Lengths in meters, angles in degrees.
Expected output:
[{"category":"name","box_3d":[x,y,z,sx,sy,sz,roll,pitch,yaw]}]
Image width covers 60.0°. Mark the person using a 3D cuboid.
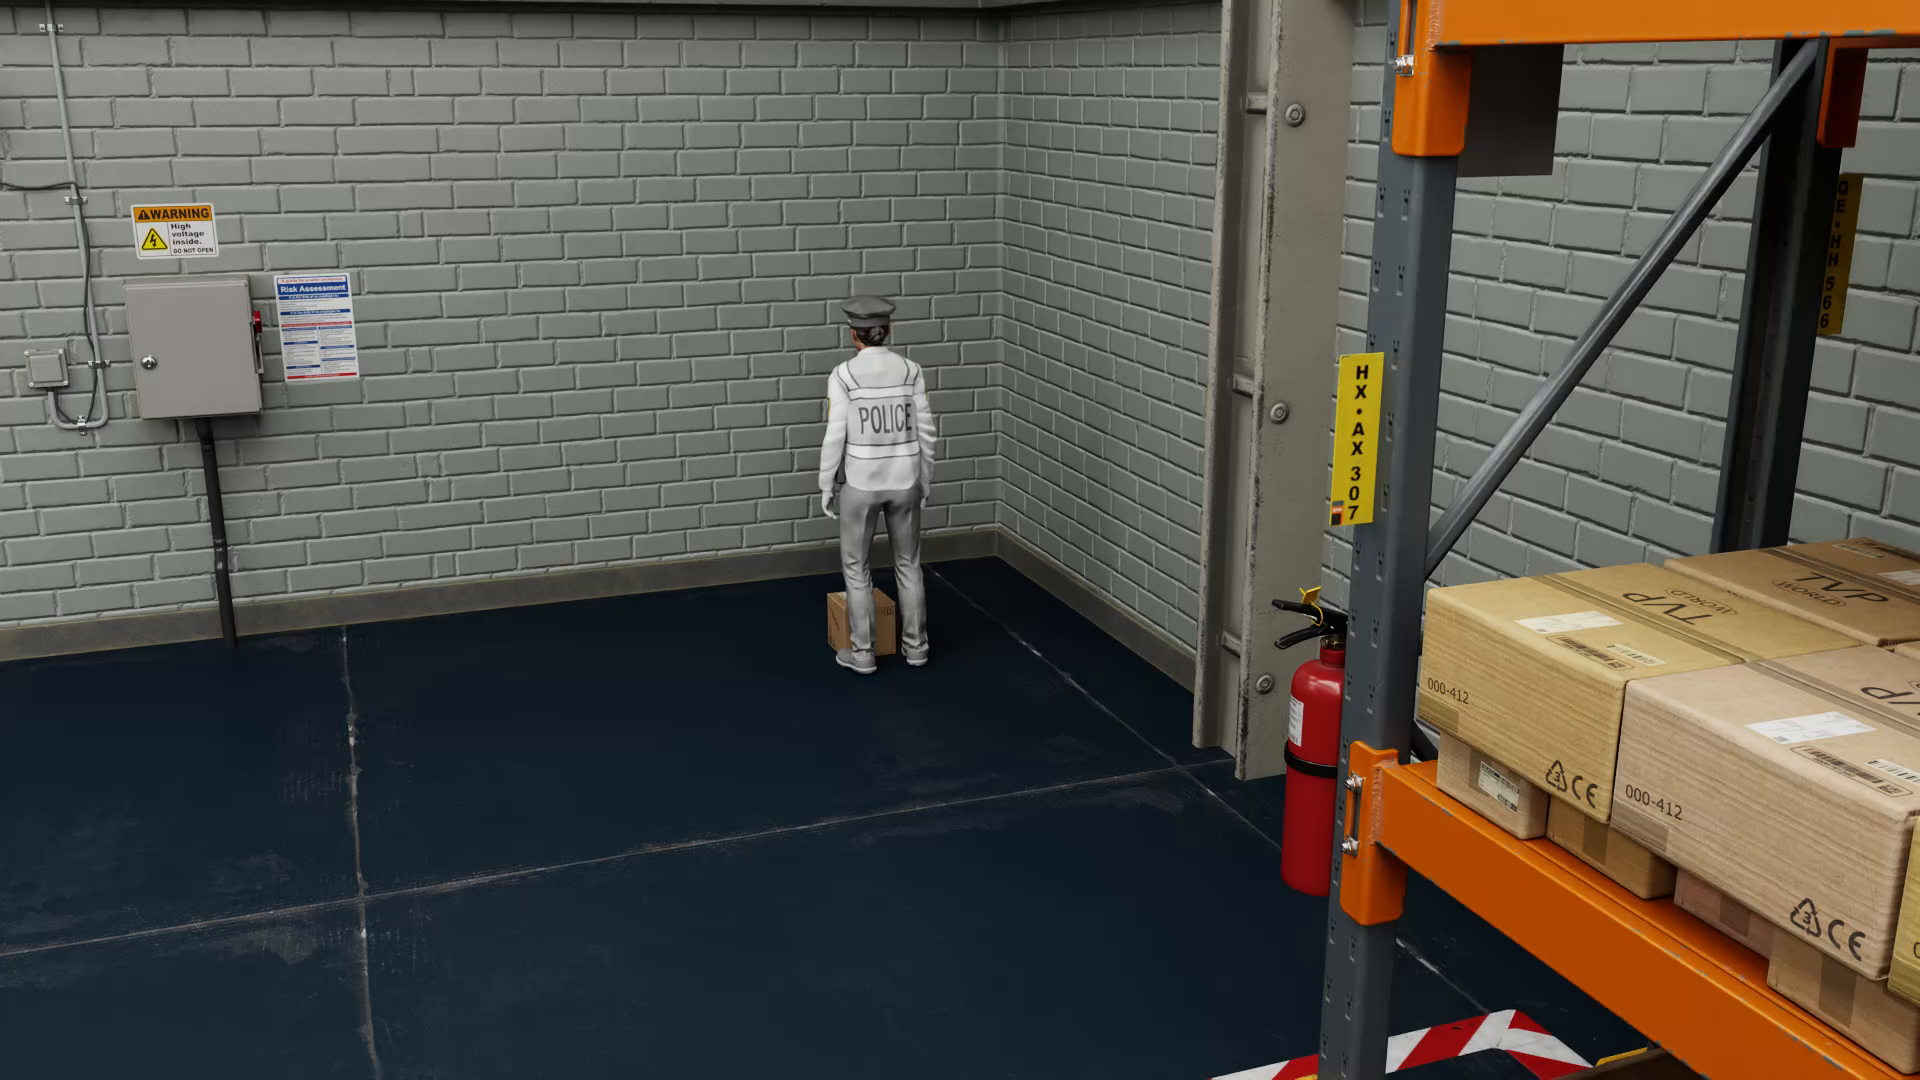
[{"category":"person","box_3d":[-0.363,-0.232,7.344,0.529,1.664,0.371,-6,17,-20]}]
